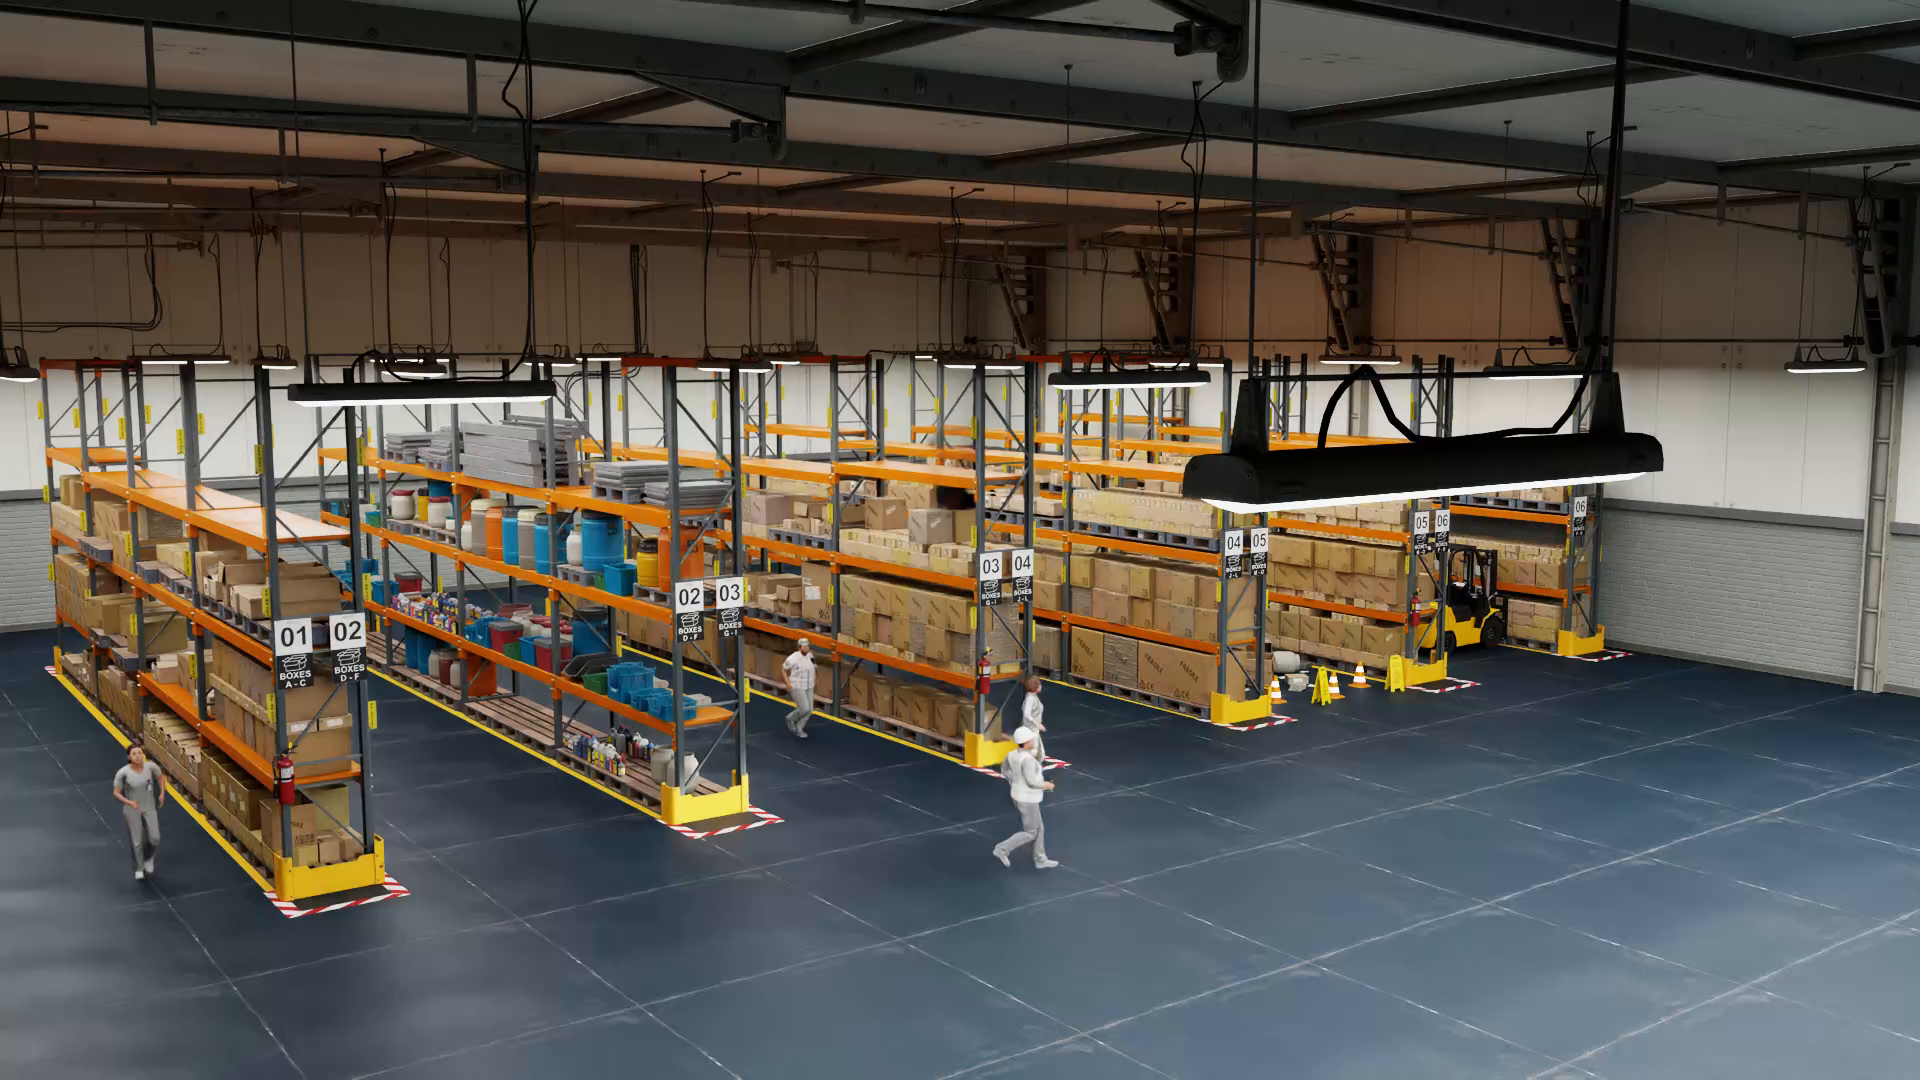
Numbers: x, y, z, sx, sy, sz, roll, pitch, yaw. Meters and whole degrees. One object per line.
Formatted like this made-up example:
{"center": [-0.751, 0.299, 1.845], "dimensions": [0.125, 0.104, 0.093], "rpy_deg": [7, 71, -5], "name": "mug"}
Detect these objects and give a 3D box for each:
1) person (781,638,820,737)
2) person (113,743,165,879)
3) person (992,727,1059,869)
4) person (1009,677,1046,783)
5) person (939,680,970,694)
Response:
{"center": [-2.490, 2.357, 26.481], "dimensions": [0.592, 1.616, 0.588], "rpy_deg": [-6, 9, -42], "name": "person"}
{"center": [-9.585, 3.181, 19.501], "dimensions": [0.593, 1.630, 0.562], "rpy_deg": [-5, 9, -38], "name": "person"}
{"center": [0.776, 3.077, 19.761], "dimensions": [0.880, 1.749, 0.670], "rpy_deg": [-2, 7, -19], "name": "person"}
{"center": [0.925, 2.733, 23.616], "dimensions": [0.702, 1.571, 0.585], "rpy_deg": [-1, 7, -6], "name": "person"}
{"center": [-0.062, 1.940, 30.010], "dimensions": [0.581, 1.685, 0.734], "rpy_deg": [-6, 9, -40], "name": "person"}
